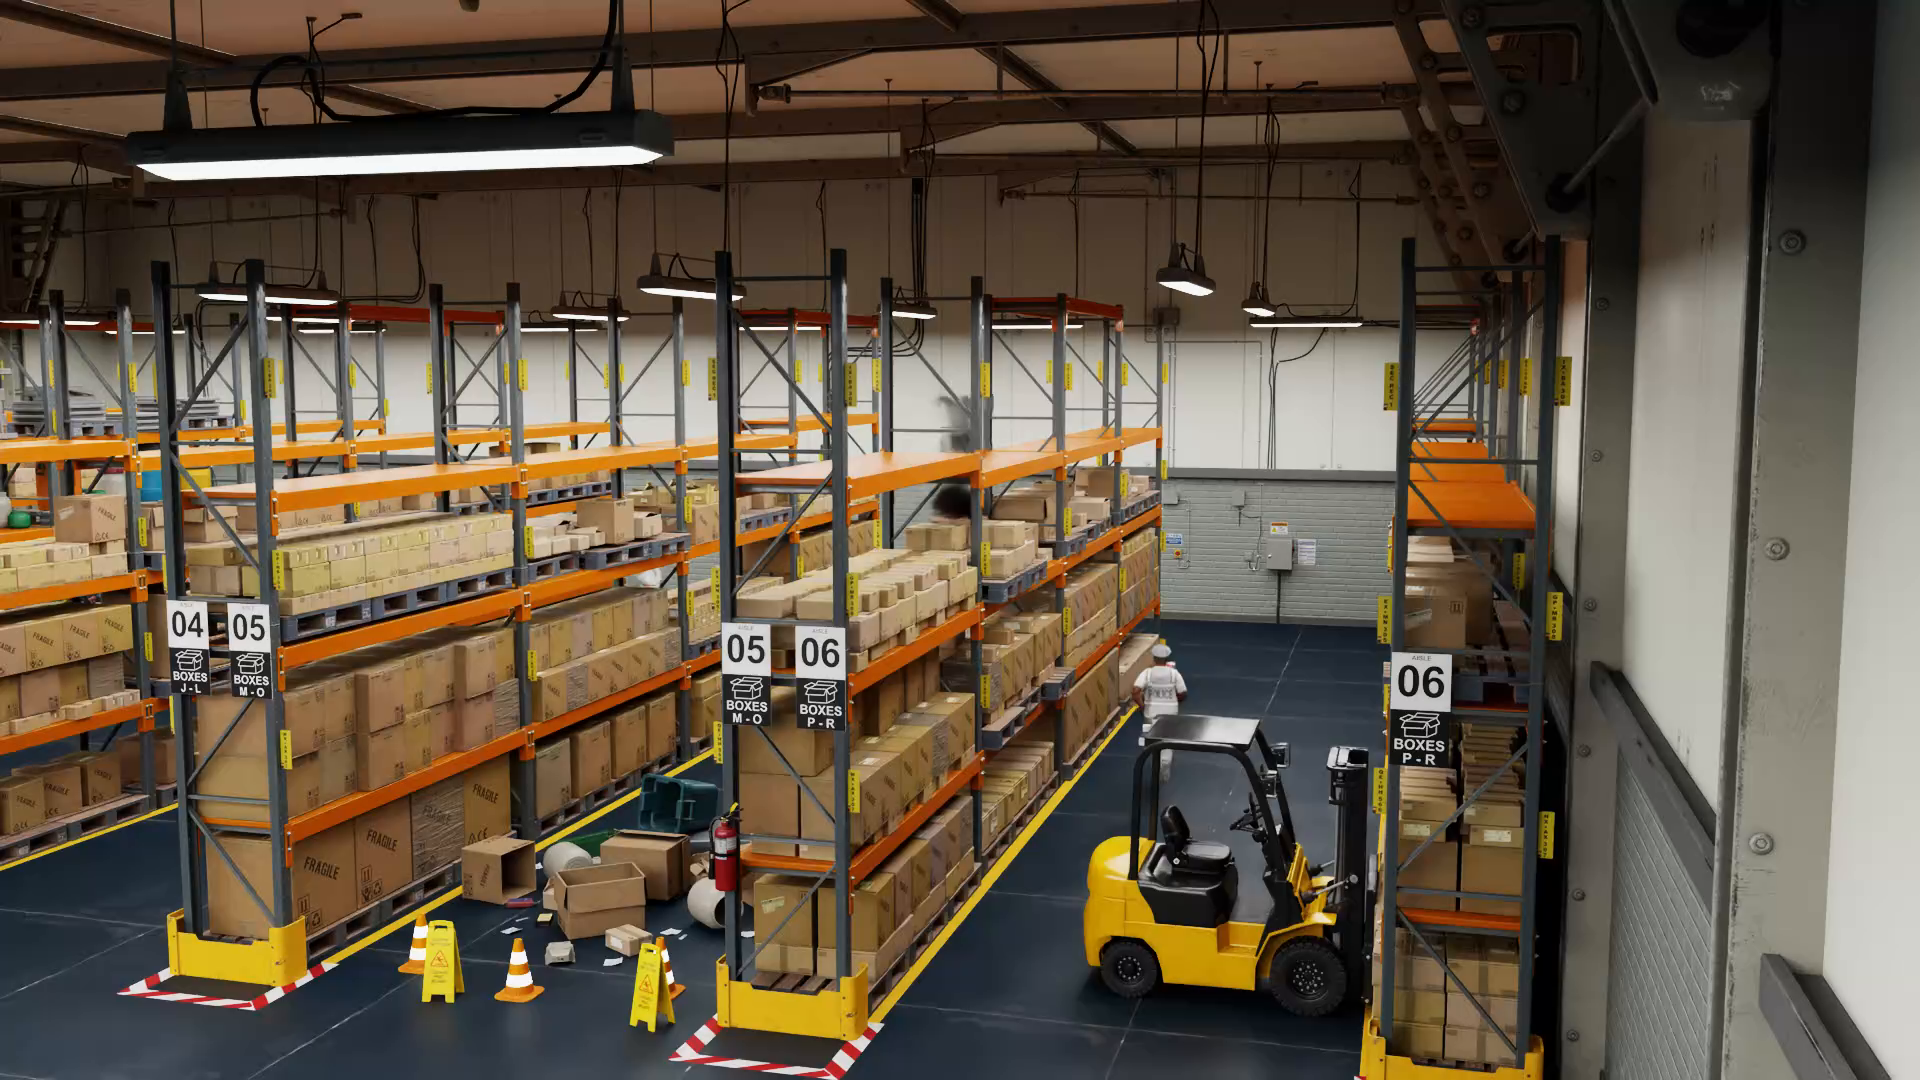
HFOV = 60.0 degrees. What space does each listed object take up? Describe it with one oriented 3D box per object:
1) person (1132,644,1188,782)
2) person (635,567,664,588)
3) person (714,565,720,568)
[{"bbox_3d":[2.438,2.176,20.308,0.672,1.793,0.813,1,6,8],"label":"person"},{"bbox_3d":[-5.896,0.923,31.893,0.609,1.739,0.678,6,8,43],"label":"person"},{"bbox_3d":[-4.052,1.325,27.826,0.696,1.828,0.917,1,6,8],"label":"person"}]
